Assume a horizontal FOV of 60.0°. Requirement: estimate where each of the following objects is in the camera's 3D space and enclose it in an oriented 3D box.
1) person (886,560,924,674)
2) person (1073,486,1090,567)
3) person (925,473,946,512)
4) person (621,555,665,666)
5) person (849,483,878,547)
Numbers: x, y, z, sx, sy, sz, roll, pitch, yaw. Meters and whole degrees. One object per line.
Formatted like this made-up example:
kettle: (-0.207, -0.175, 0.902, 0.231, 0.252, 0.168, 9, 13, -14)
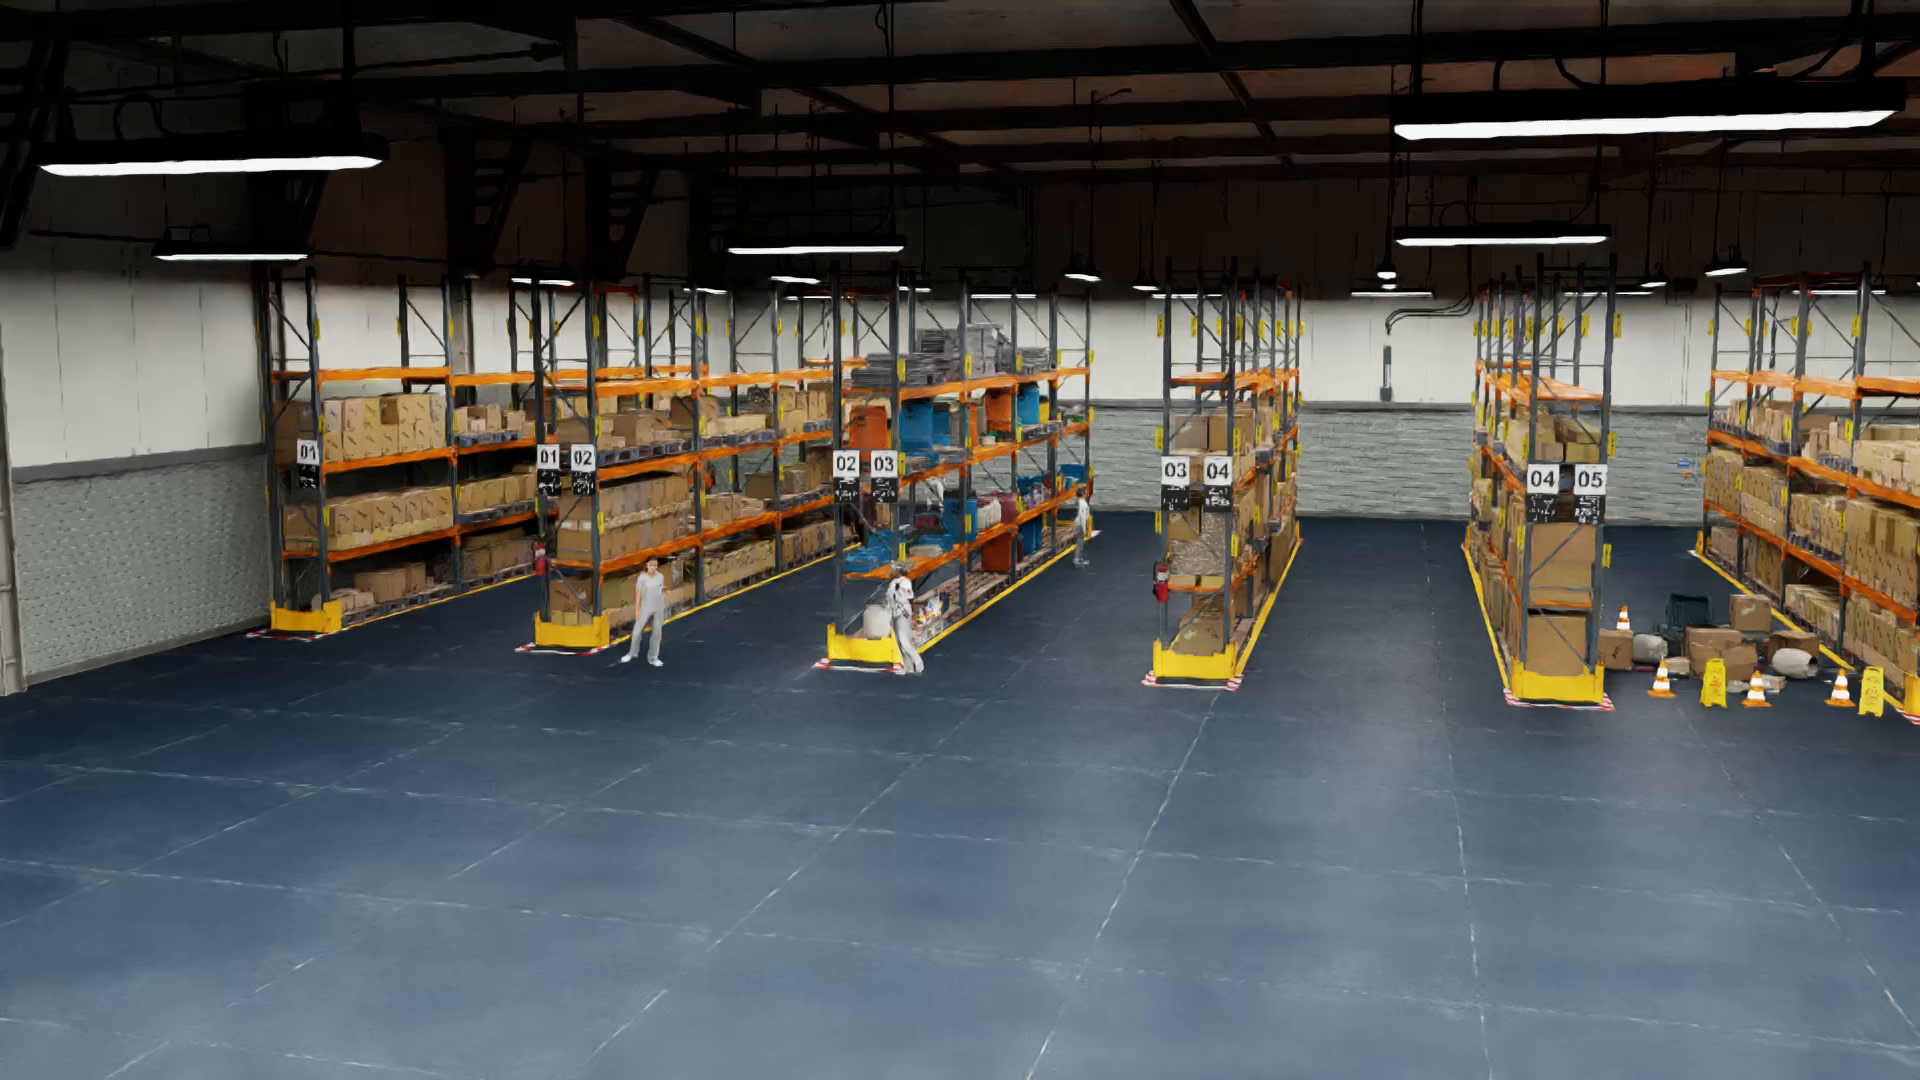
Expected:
person: (-0.784, 1.122, 24.125, 0.461, 1.667, 0.588, -5, 9, -32)
person: (2.575, -0.301, 35.157, 0.366, 1.680, 0.586, 0, 7, -1)
person: (-0.687, -1.574, 45.044, 0.686, 1.715, 0.834, 0, 7, -1)
person: (-4.719, 1.043, 24.775, 0.649, 1.665, 0.495, -4, 8, -26)
person: (-2.121, -0.373, 36.056, 0.598, 1.588, 1.193, 2, 8, 17)
